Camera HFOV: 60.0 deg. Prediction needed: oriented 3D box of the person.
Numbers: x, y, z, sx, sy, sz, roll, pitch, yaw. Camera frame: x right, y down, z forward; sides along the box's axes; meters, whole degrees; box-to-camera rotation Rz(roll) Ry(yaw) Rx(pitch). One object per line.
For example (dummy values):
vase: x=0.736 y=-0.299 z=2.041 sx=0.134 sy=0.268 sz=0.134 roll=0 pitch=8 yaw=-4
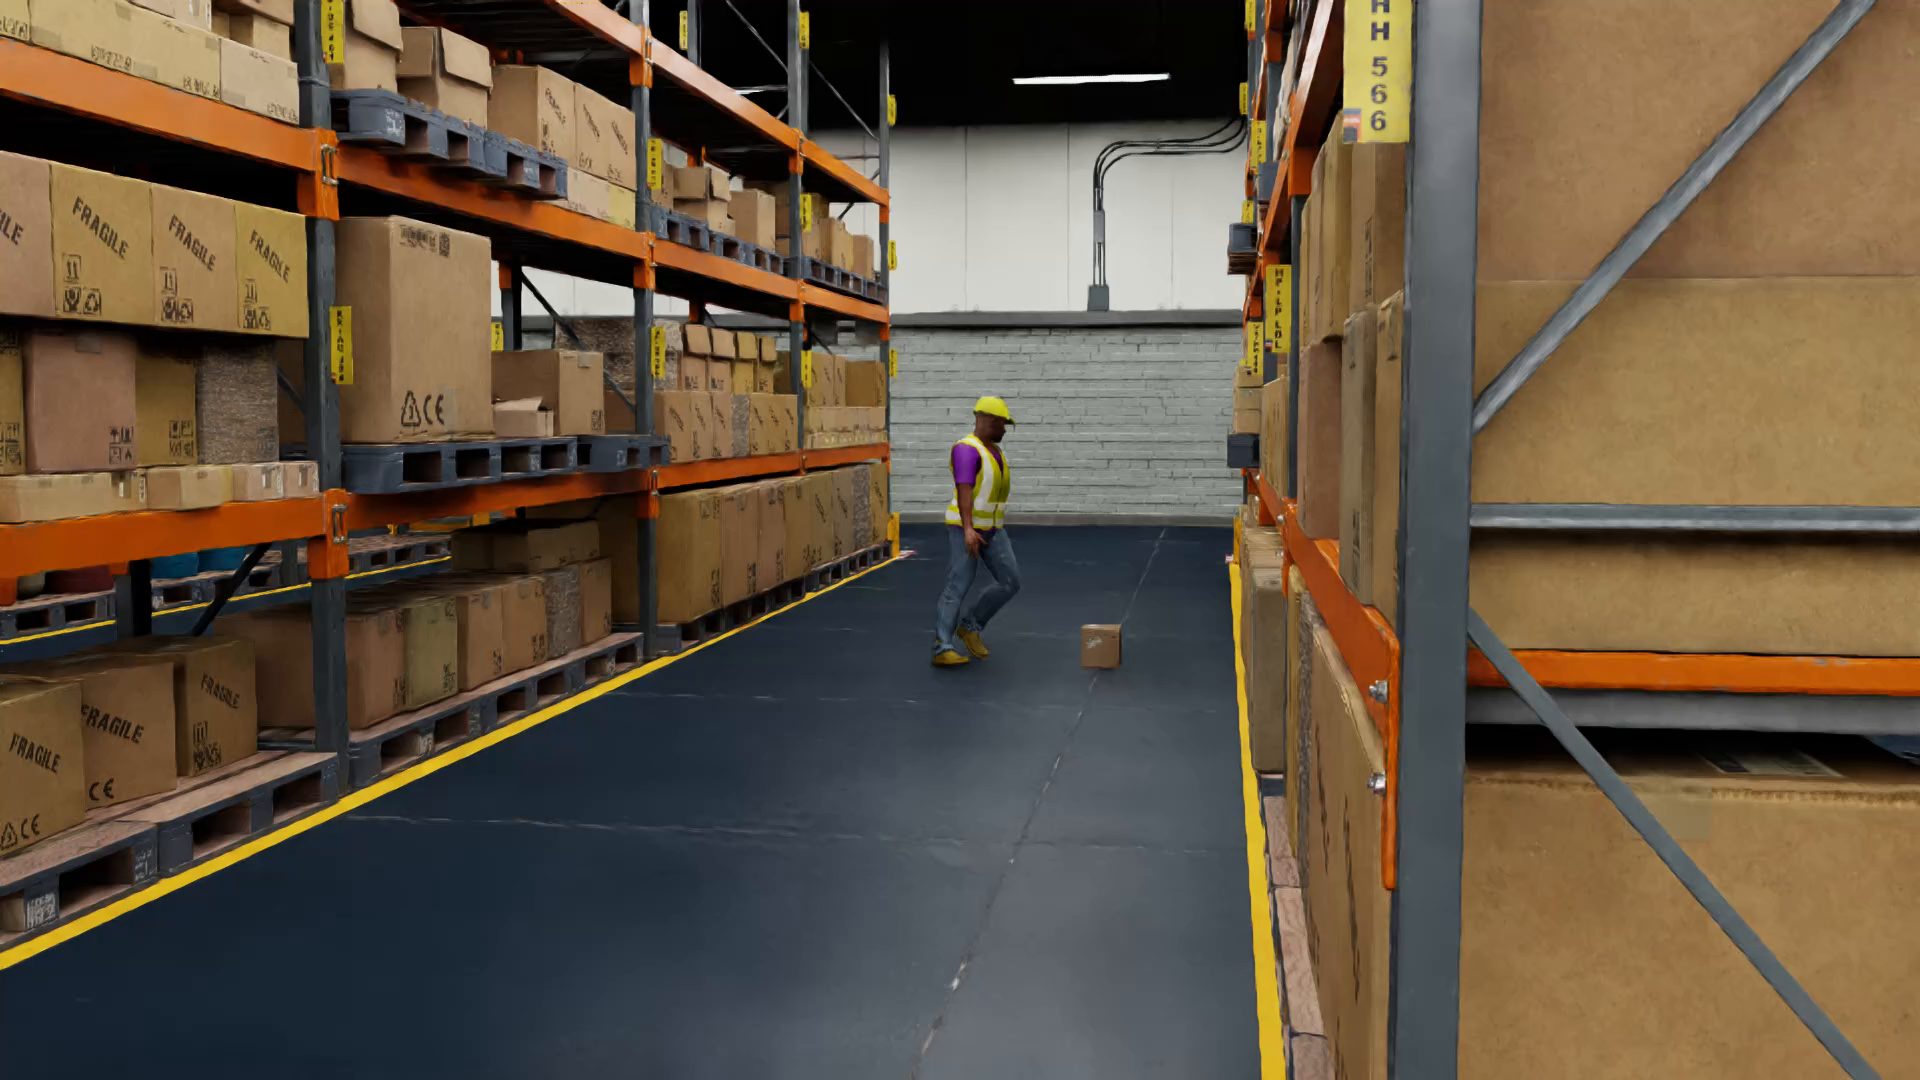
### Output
person: x=0.110 y=-0.065 z=10.835 sx=0.484 sy=1.748 sz=0.671 roll=3 pitch=5 yaw=36
